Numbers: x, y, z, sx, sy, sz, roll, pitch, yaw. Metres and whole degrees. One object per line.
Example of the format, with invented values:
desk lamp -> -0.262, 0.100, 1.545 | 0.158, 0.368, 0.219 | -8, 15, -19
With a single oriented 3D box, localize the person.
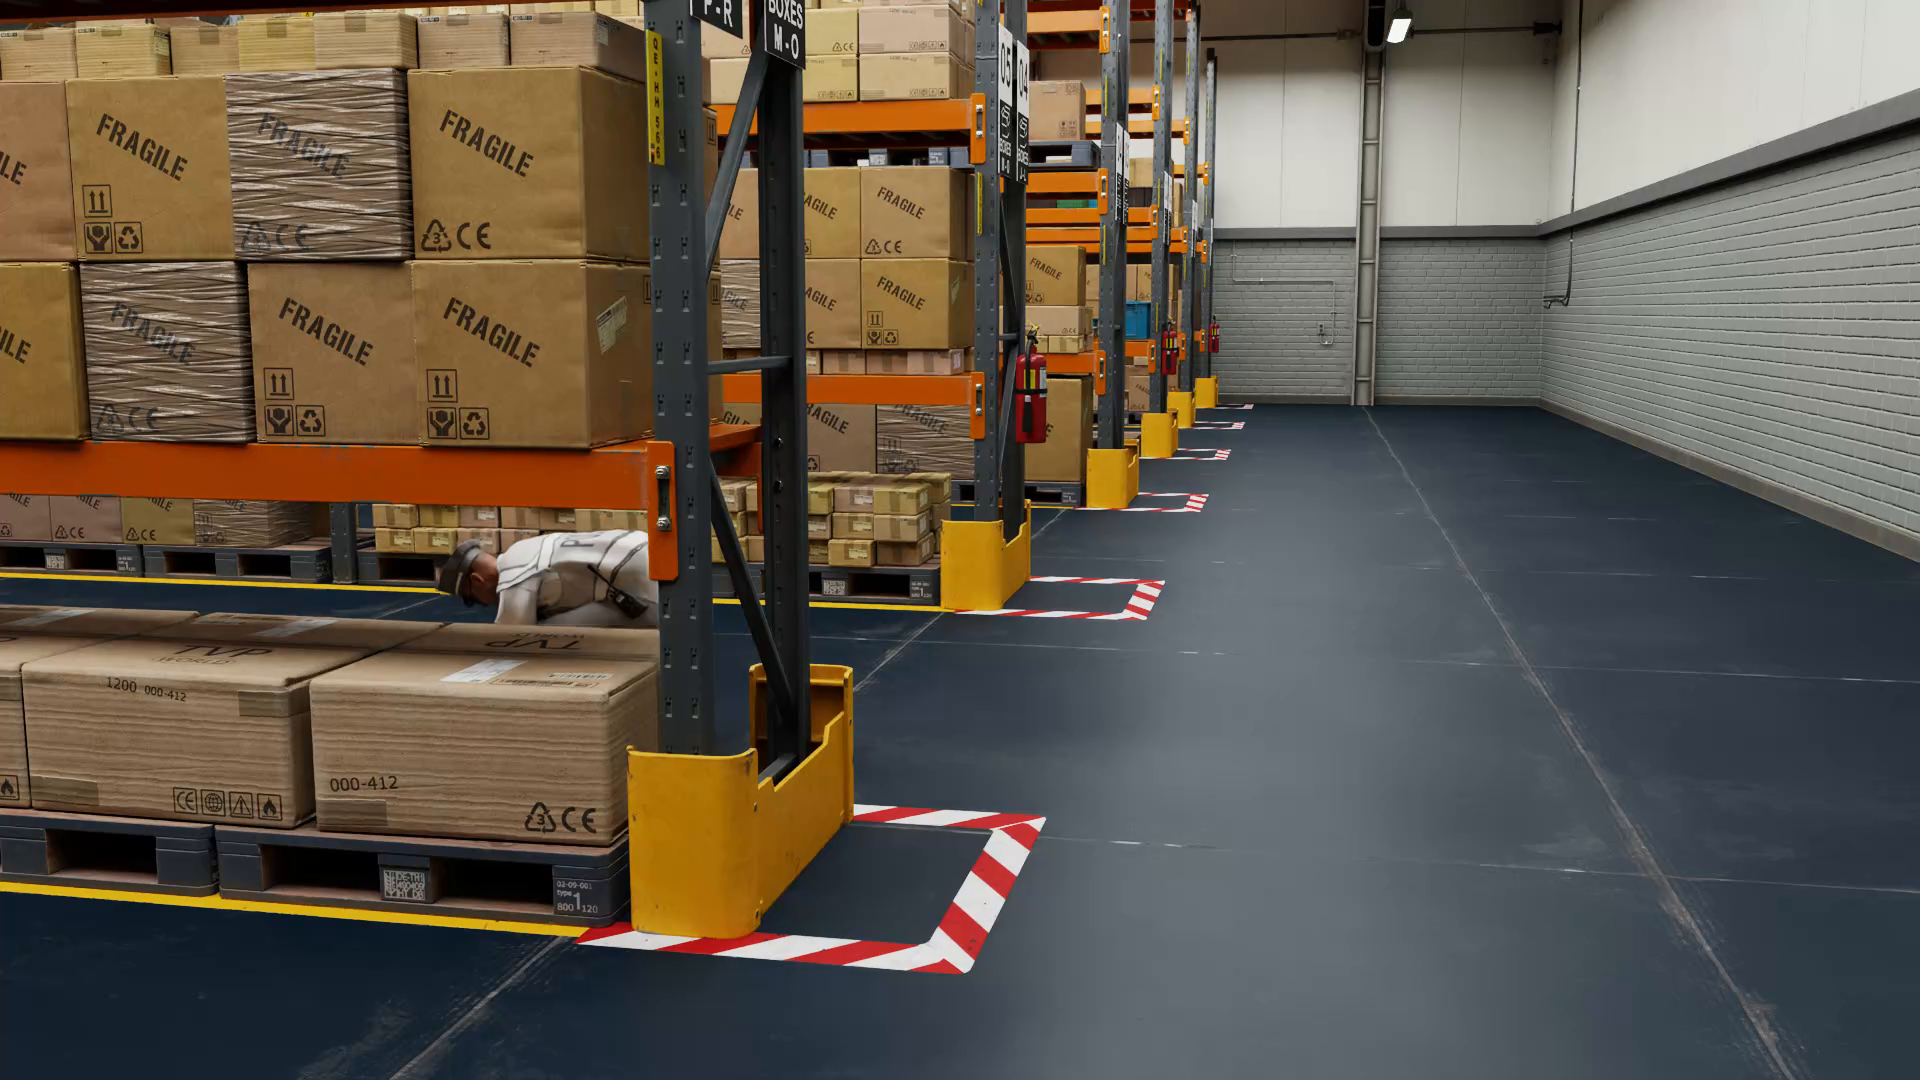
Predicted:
person -> -1.518, 0.382, 6.498 | 1.031, 0.840, 0.532 | 1, 8, 9
